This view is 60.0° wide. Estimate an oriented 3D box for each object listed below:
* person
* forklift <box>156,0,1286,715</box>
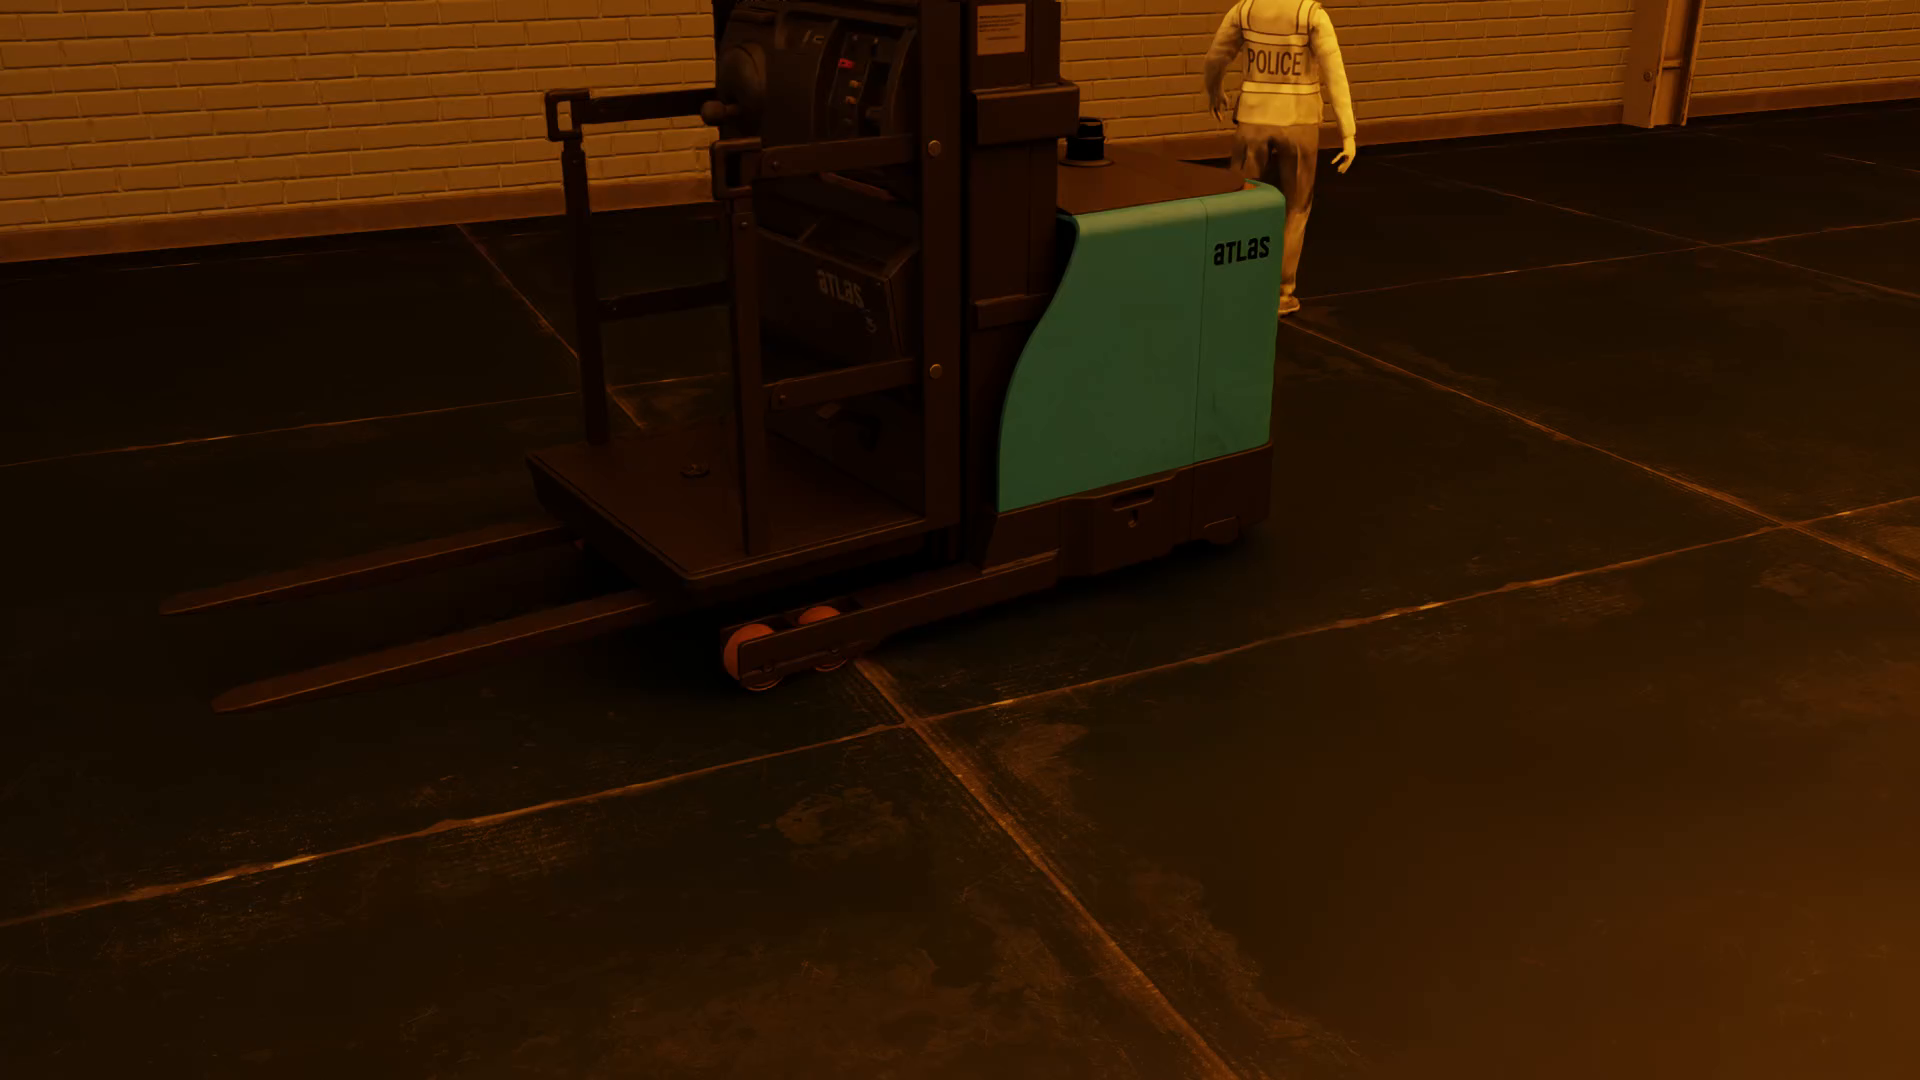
[{"bbox_3d":[1.379,-1.775,7.241,0.753,1.652,0.594,10,24,22],"label":"person"},{"bbox_3d":[-0.558,-1.203,4.182,3.031,2.935,1.130,-15,27,-31],"label":"forklift"}]
